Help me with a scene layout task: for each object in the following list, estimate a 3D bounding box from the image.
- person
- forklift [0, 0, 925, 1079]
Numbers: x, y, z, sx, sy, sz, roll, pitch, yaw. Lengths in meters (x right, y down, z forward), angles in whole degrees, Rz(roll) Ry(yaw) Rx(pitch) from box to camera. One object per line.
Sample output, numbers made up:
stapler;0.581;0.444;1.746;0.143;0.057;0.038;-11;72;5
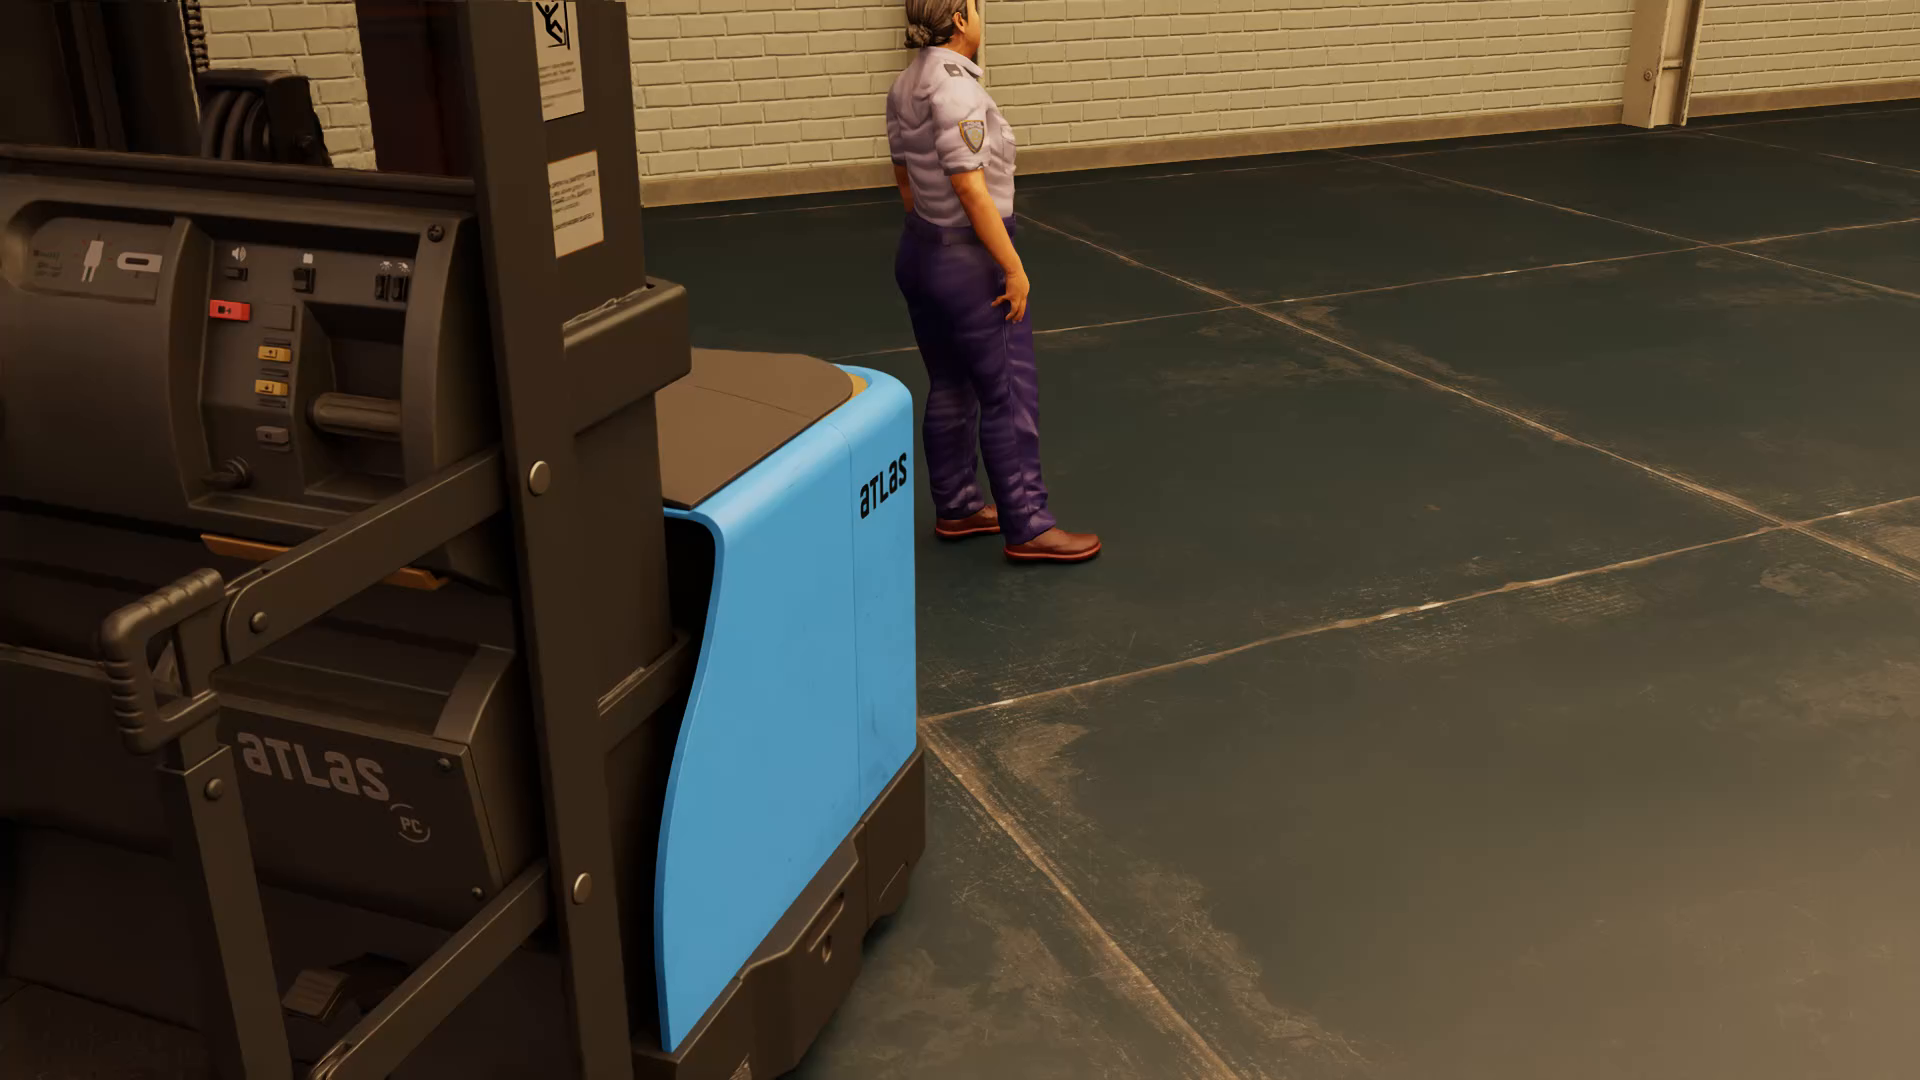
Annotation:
person;0.090;-0.775;4.804;0.503;1.650;0.599;-10;25;-23
forklift;-1.065;-0.211;1.794;1.130;2.935;3.031;8;24;19
